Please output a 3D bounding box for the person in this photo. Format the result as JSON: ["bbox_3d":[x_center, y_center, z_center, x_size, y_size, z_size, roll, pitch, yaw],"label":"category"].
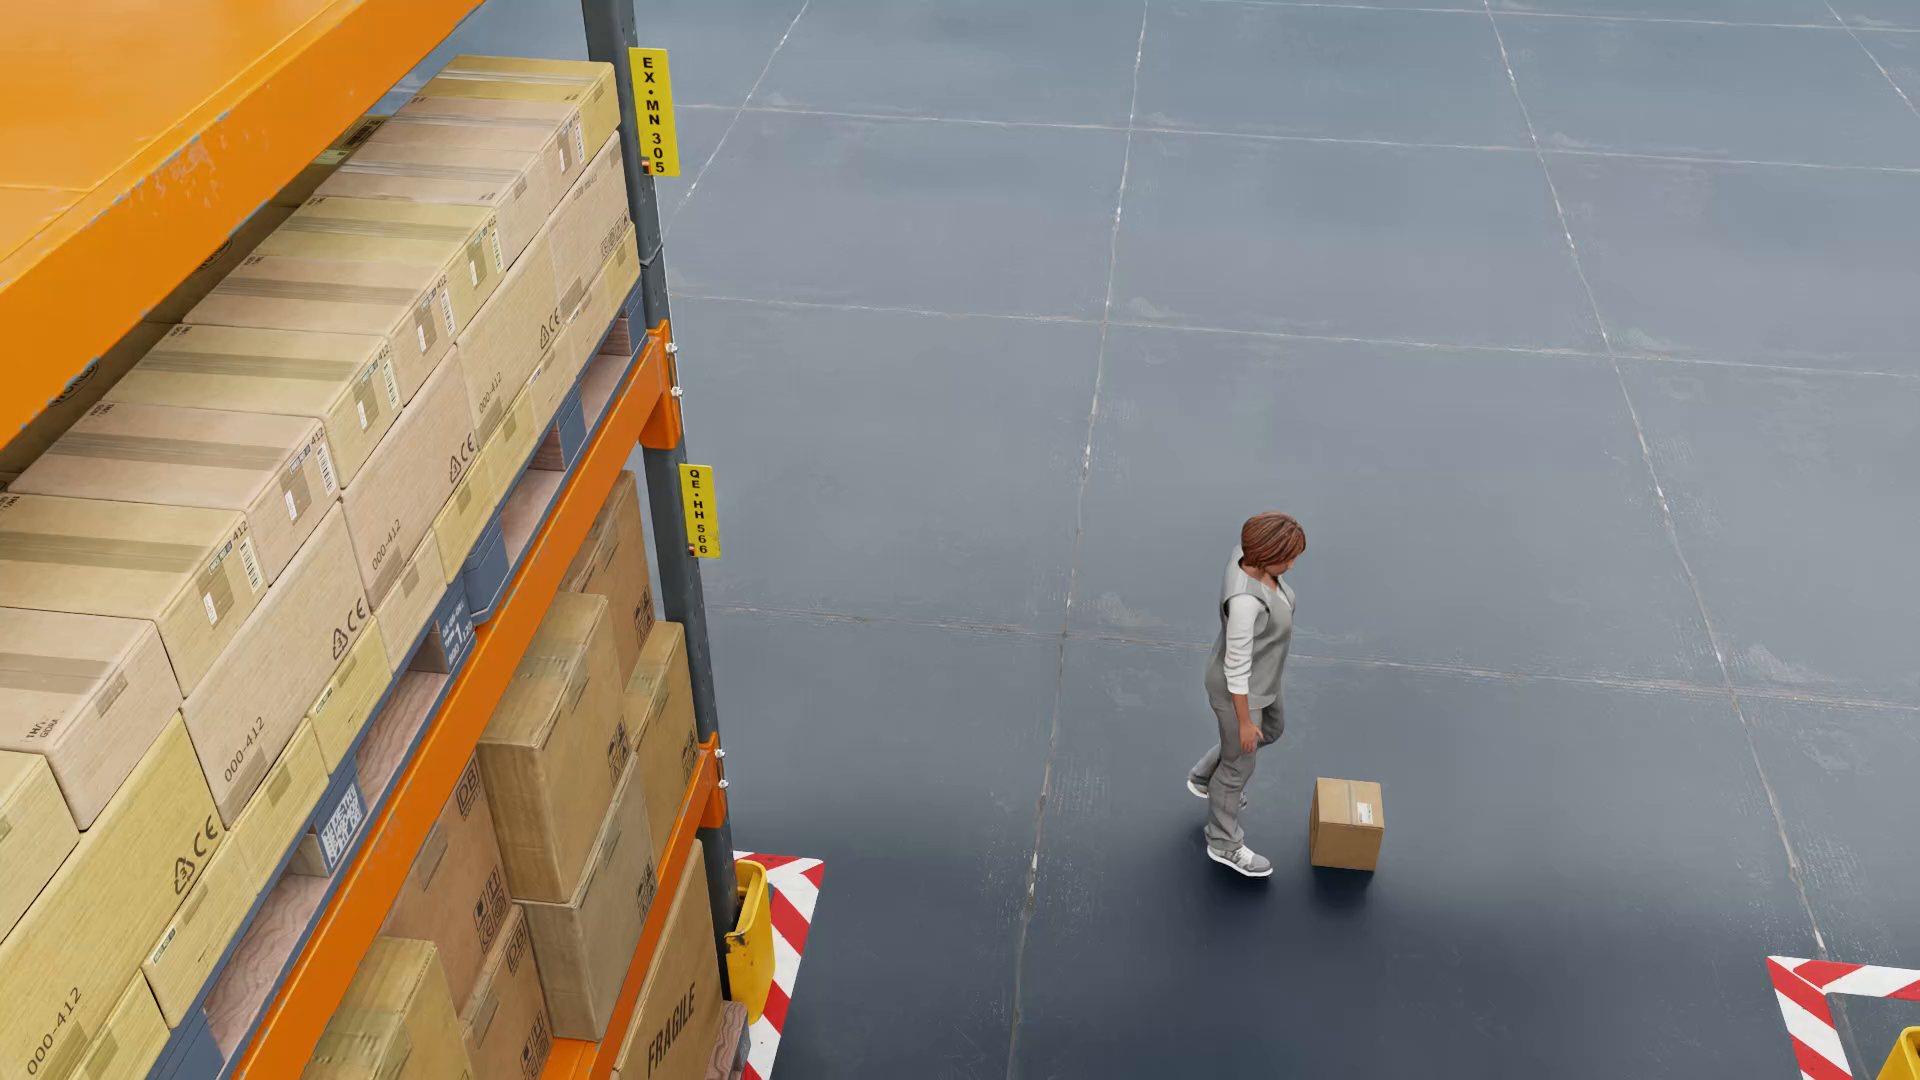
[{"bbox_3d":[1.084,0.570,6.263,0.399,1.586,0.510,10,38,13],"label":"person"}]
